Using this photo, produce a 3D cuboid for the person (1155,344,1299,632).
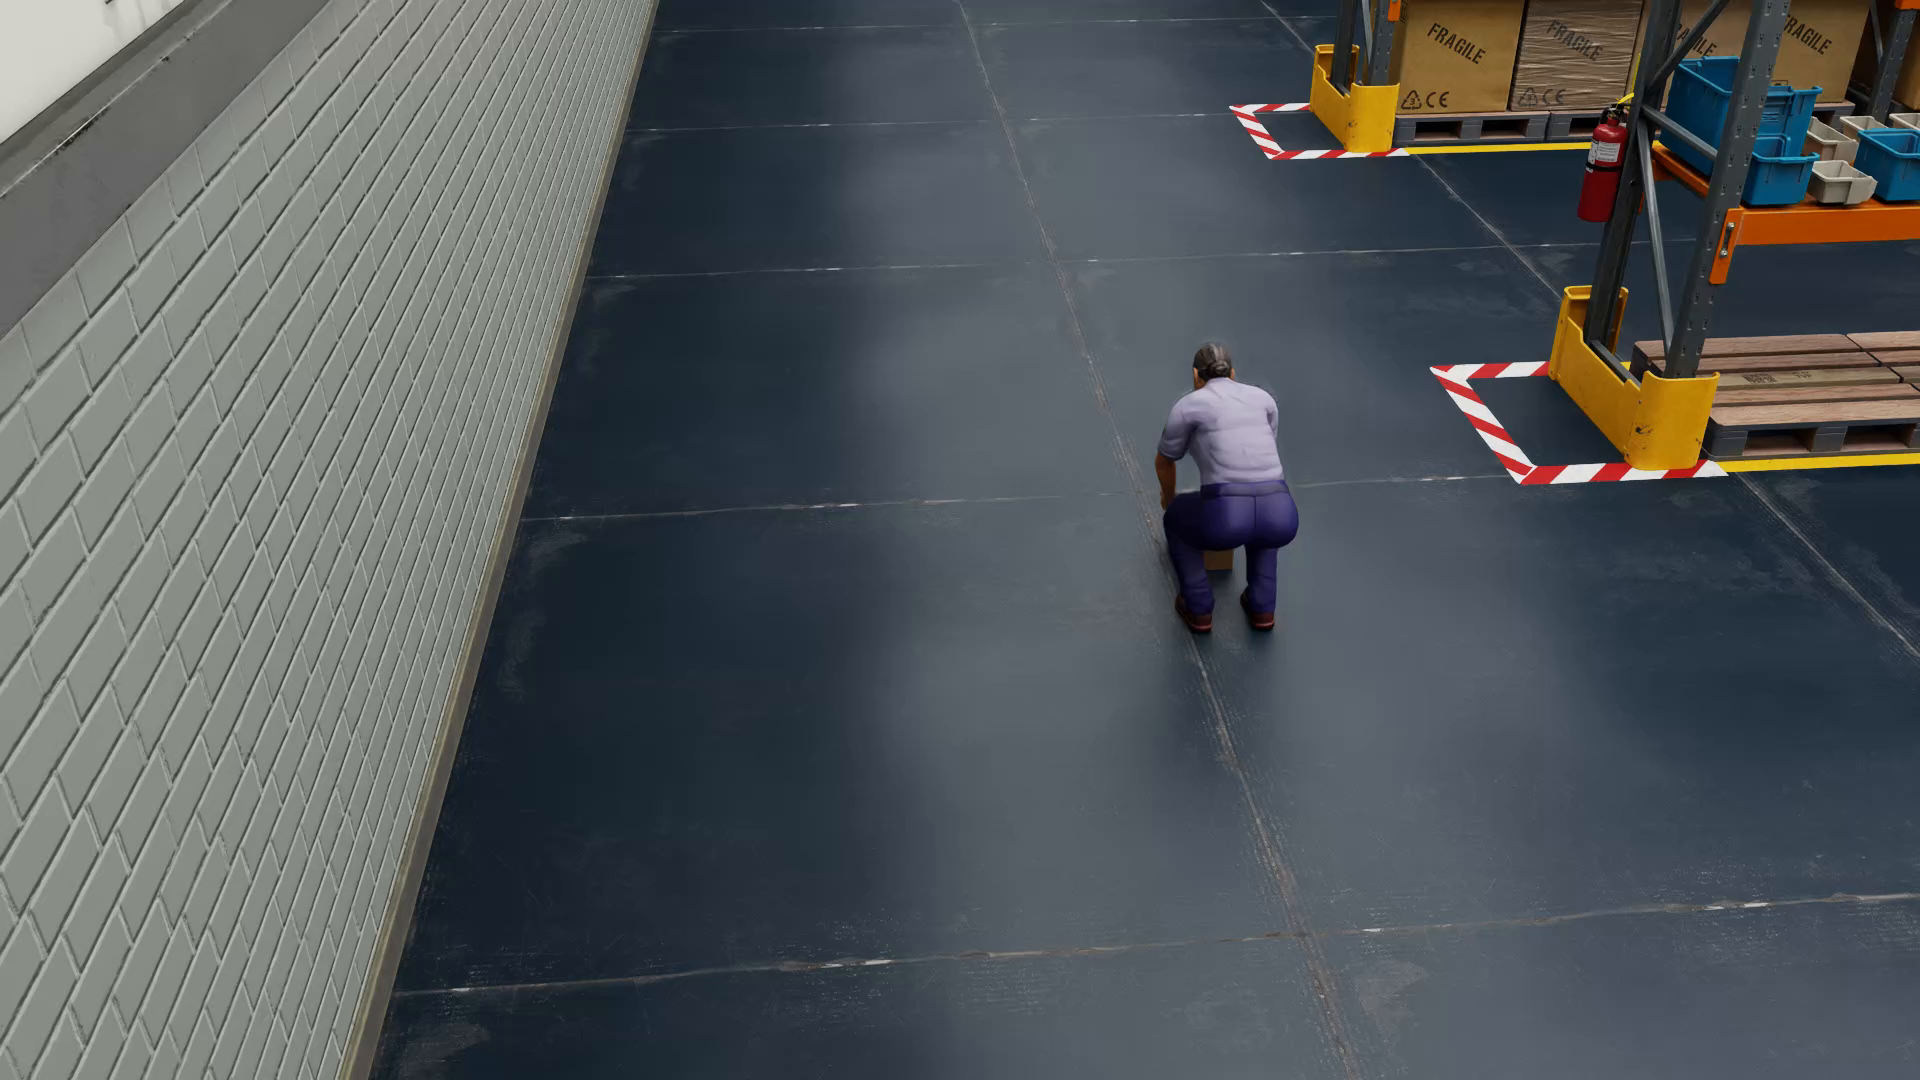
[{"bbox_3d":[1.108,-0.203,7.002,0.540,1.114,0.707,-3,31,-5],"label":"person"}]
